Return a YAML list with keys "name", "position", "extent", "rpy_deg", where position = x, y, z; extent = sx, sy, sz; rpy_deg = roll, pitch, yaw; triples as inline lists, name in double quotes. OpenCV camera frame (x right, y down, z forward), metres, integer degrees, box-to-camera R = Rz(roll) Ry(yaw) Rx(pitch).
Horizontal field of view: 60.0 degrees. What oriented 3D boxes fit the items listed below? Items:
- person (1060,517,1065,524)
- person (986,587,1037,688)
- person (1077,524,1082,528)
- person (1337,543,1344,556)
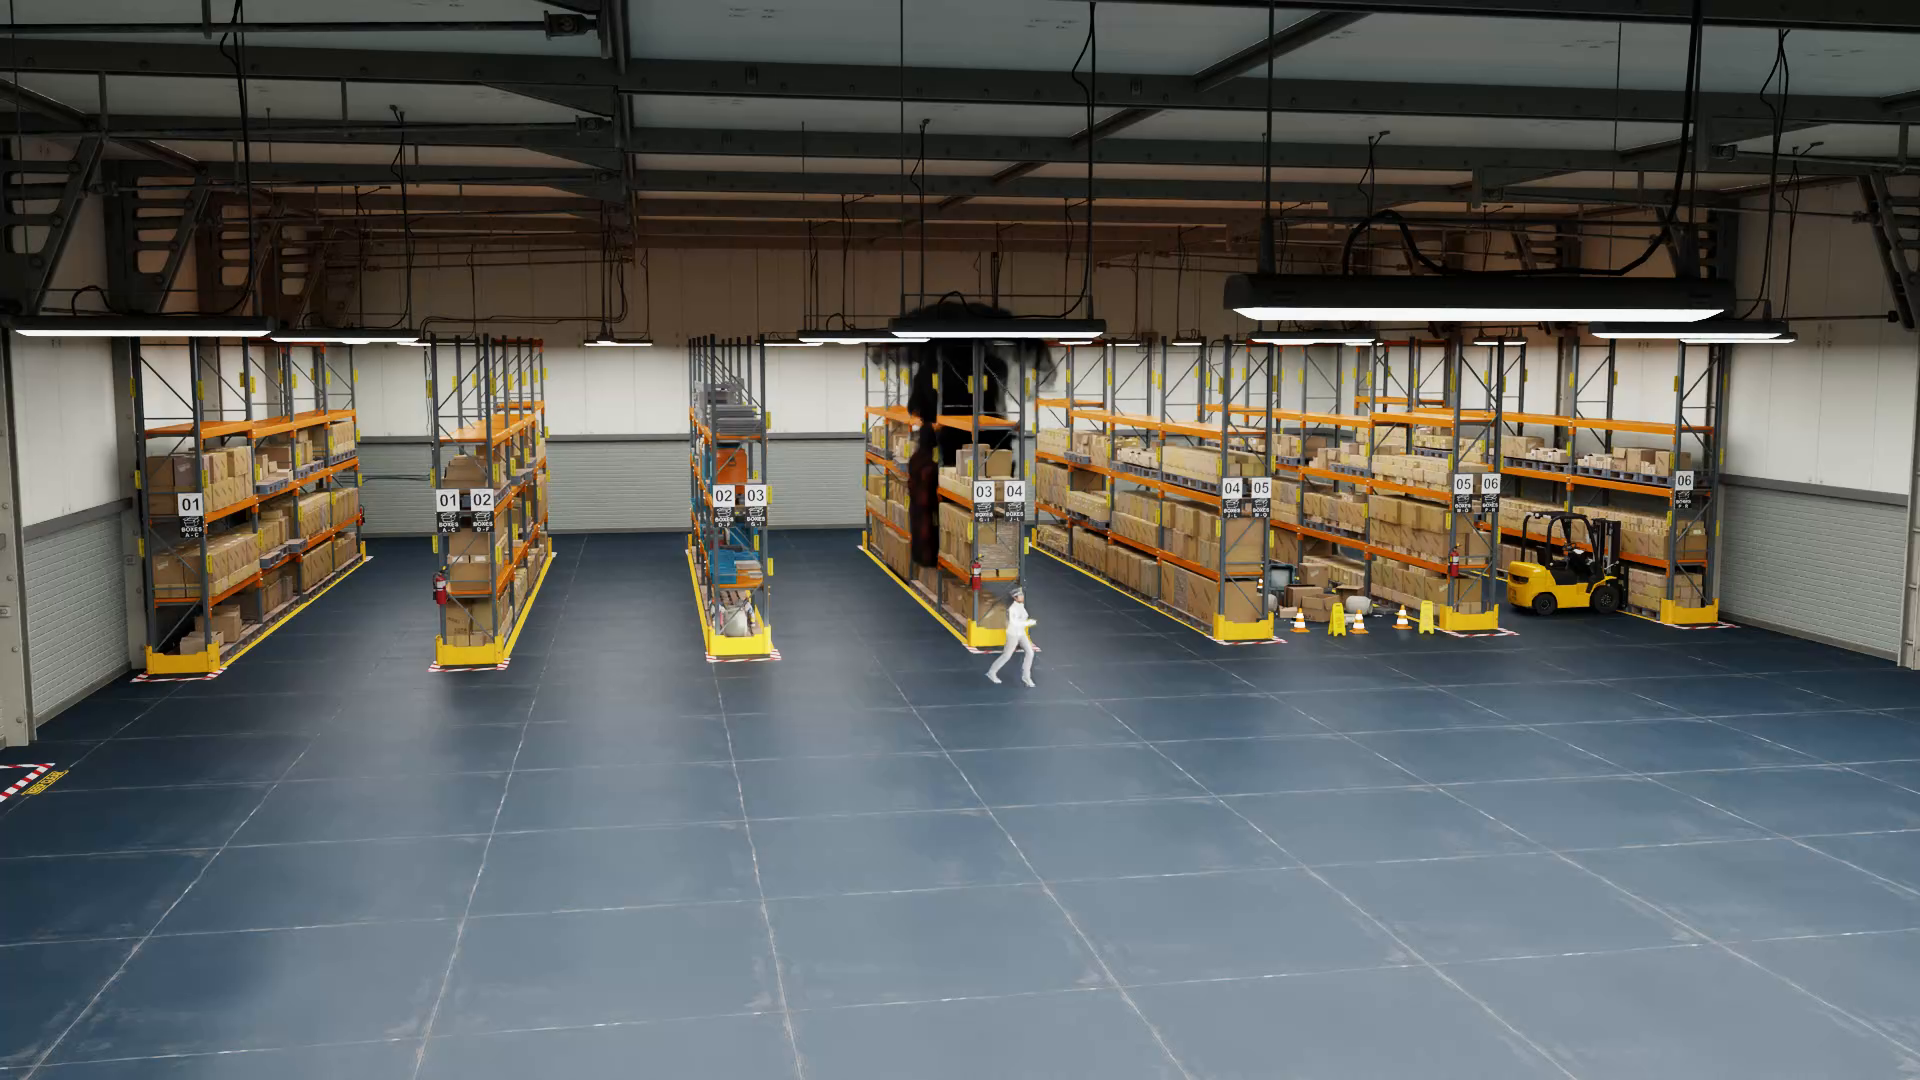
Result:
- name: "person"
  position: [3.196, -0.840, 49.805]
  extent: [0.884, 1.764, 0.753]
  rpy_deg: [4, 7, 29]
- name: "person"
  position: [0.913, 1.649, 28.307]
  extent: [0.879, 1.740, 0.622]
  rpy_deg: [3, 7, 25]
- name: "person"
  position: [3.838, -0.867, 50.245]
  extent: [0.859, 1.719, 0.555]
  rpy_deg: [-1, 7, -10]
- name: "person"
  position: [10.102, -0.188, 44.384]
  extent: [0.610, 1.644, 0.855]
  rpy_deg: [-2, 7, -14]
